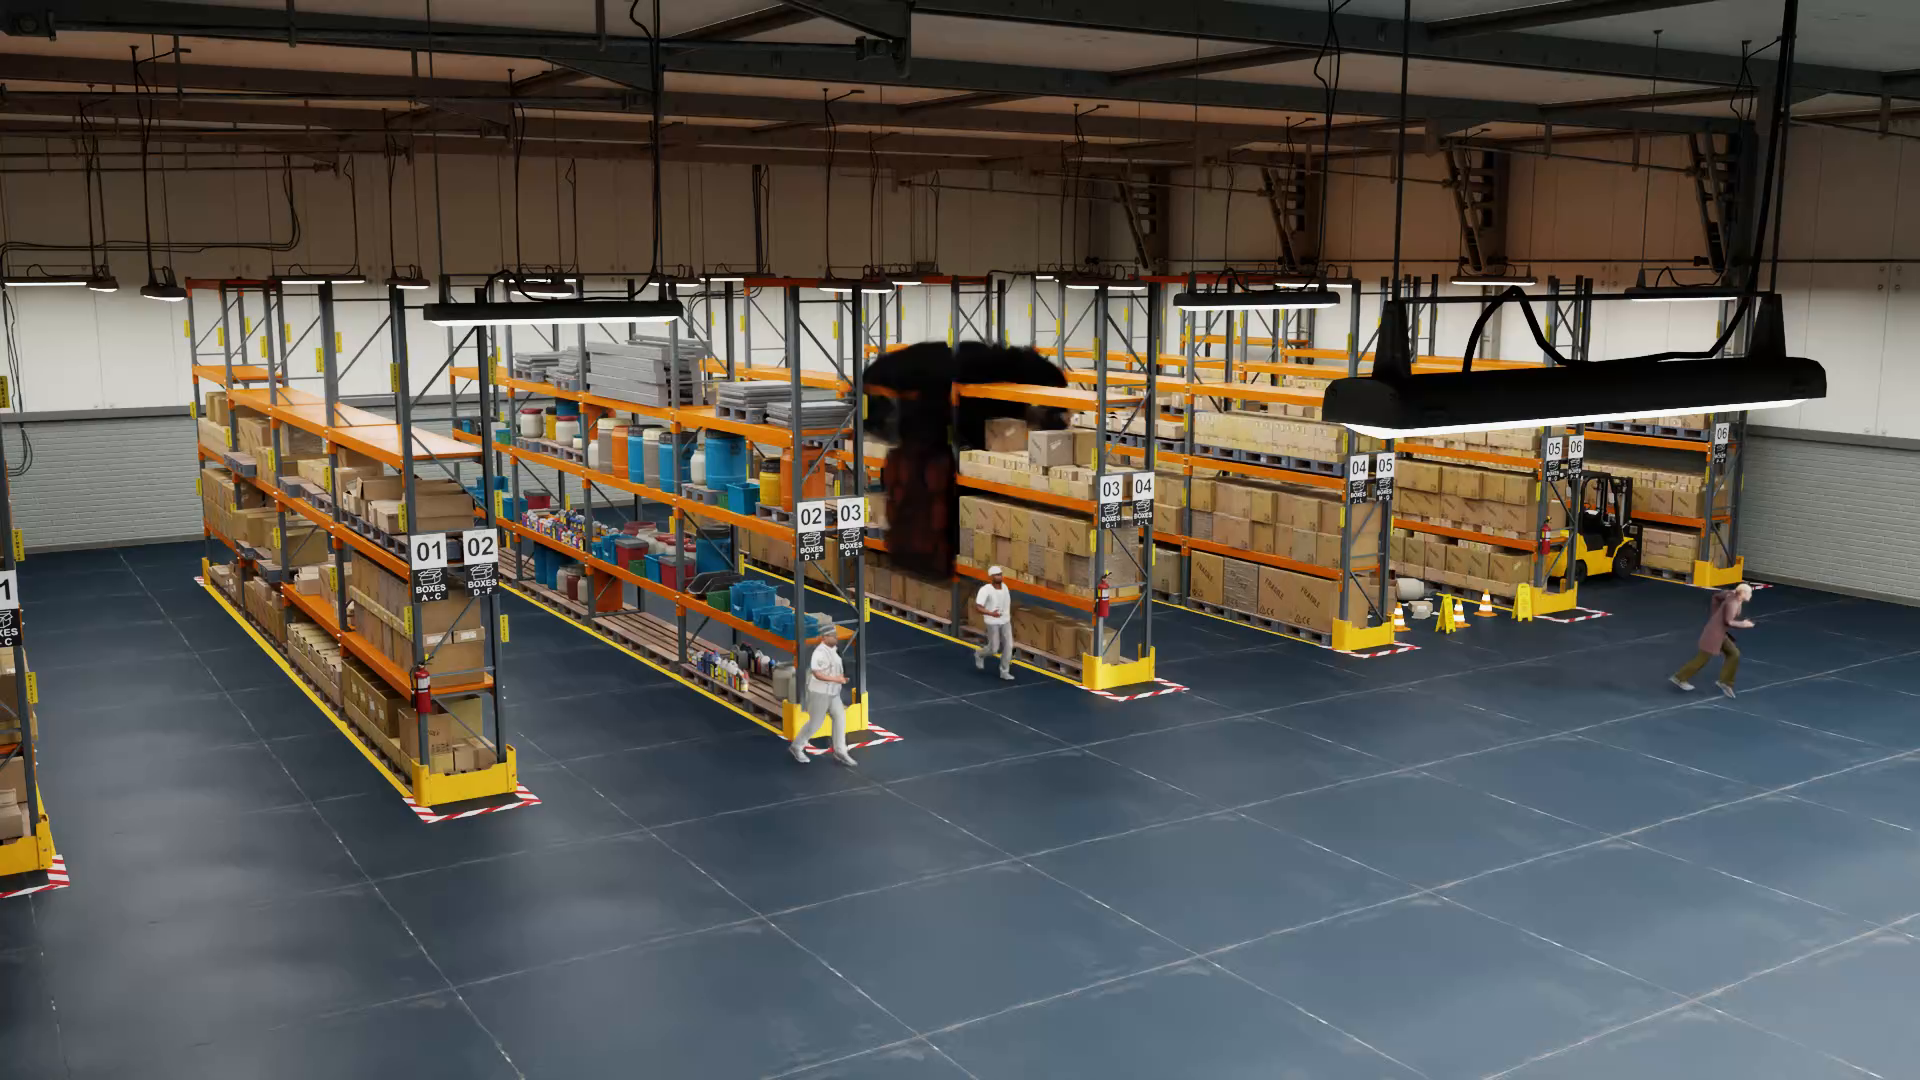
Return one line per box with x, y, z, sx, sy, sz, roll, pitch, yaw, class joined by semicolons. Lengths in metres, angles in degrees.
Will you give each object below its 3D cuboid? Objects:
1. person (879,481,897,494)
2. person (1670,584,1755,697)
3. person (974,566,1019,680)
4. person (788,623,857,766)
-1.767;-1.608;42.549;0.547;1.684;0.683;8;12;38;person
11.056;1.468;24.421;1.070;1.737;0.751;4;10;23;person
0.556;1.251;25.389;0.714;1.732;0.793;-7;12;-36;person
-1.711;1.950;21.096;0.855;1.823;0.700;3;10;18;person
